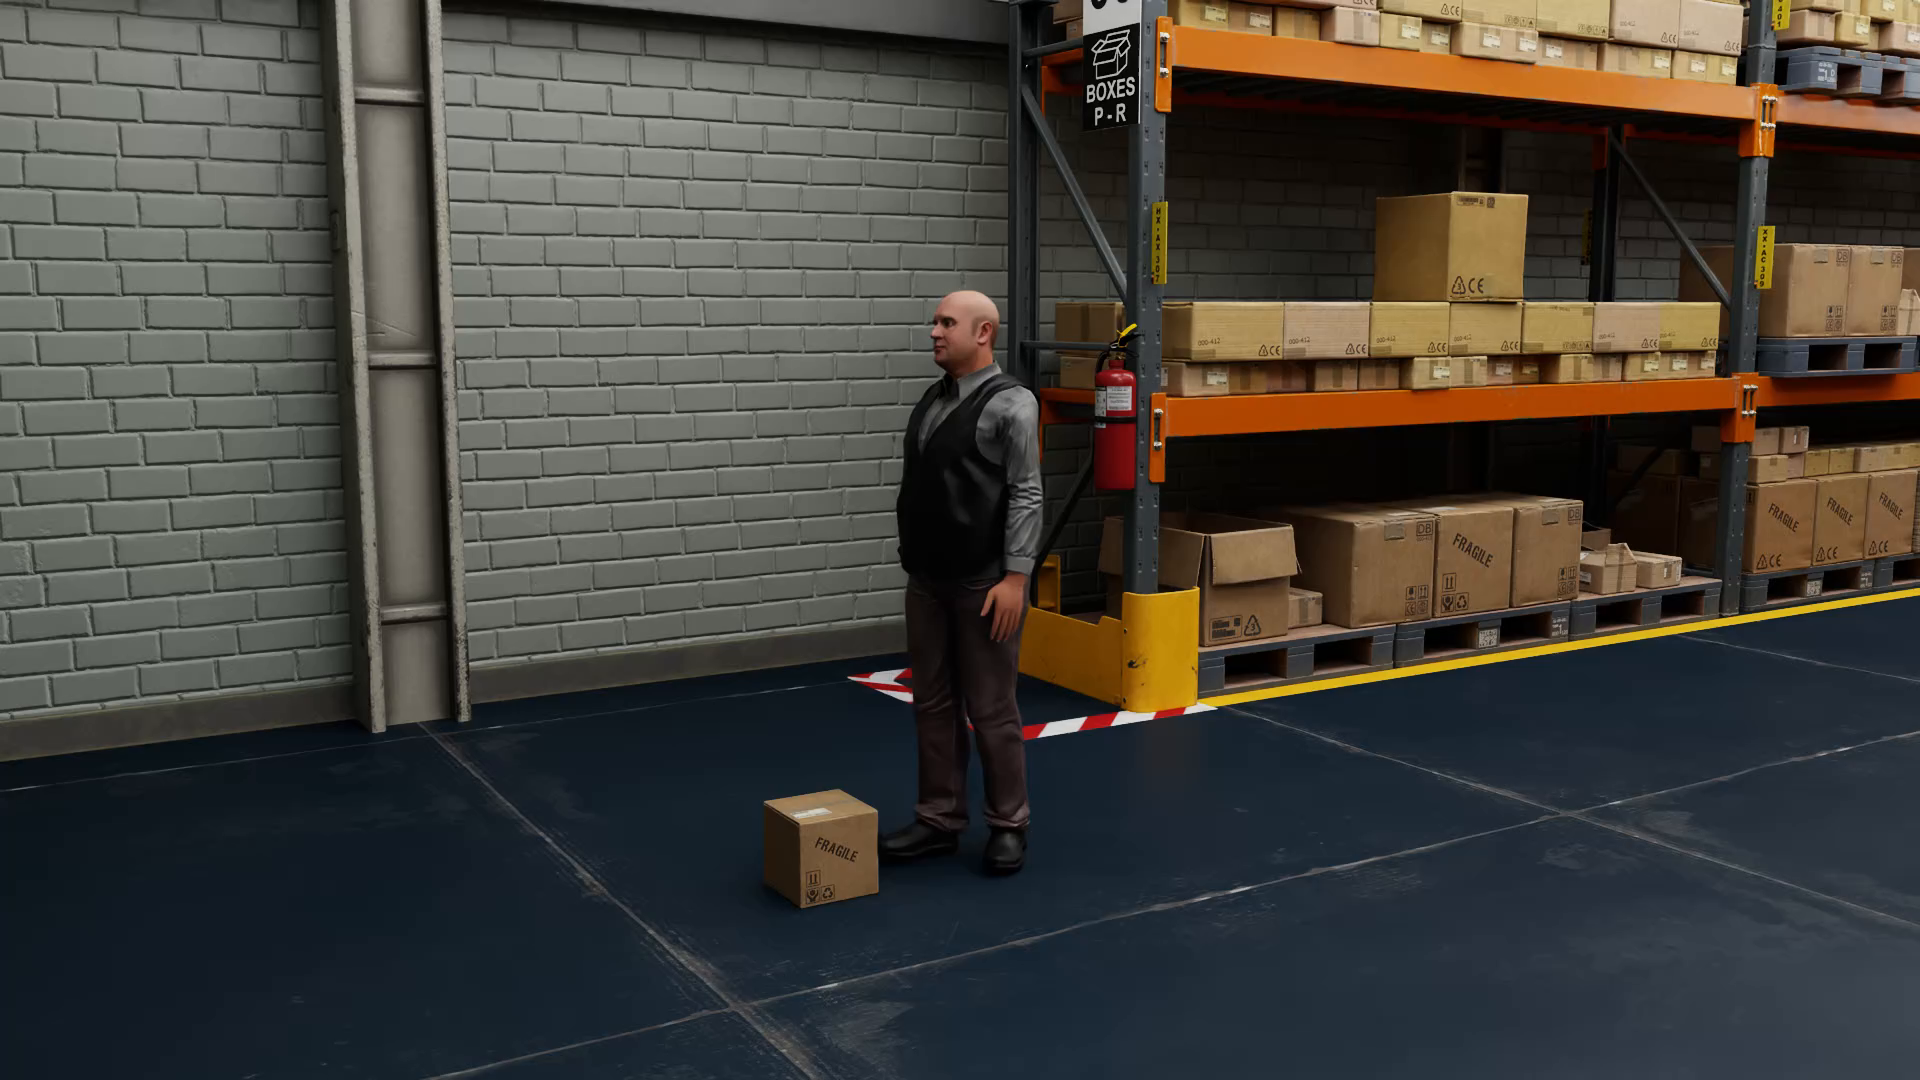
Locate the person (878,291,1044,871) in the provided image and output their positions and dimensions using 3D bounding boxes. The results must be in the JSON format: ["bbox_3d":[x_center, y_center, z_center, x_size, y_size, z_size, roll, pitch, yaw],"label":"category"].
[{"bbox_3d":[0.008,0.126,4.969,0.455,1.724,0.553,-7,10,-39],"label":"person"}]
